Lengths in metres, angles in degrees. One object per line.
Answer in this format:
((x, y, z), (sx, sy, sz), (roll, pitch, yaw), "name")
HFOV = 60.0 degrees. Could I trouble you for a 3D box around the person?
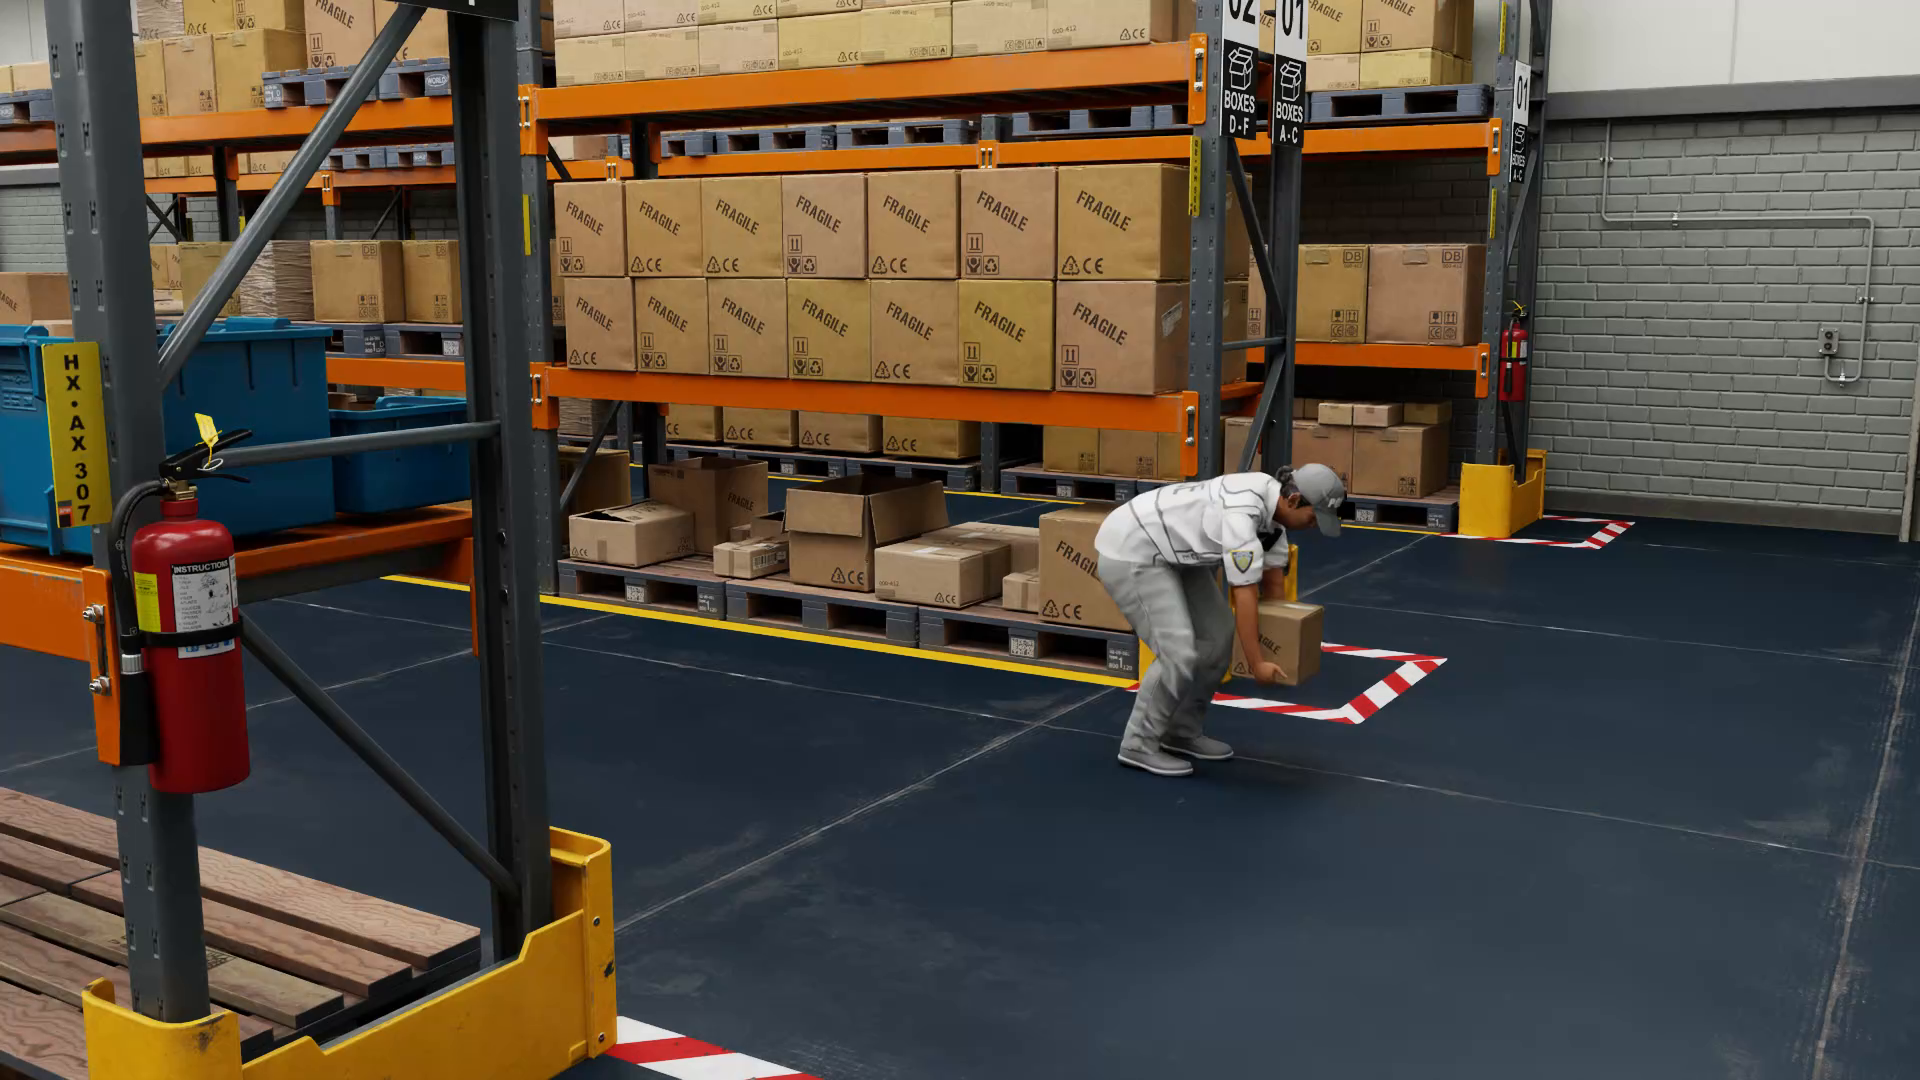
((0.951, 0.282, 6.188), (0.916, 1.177, 0.476), (5, 11, 29), "person")
